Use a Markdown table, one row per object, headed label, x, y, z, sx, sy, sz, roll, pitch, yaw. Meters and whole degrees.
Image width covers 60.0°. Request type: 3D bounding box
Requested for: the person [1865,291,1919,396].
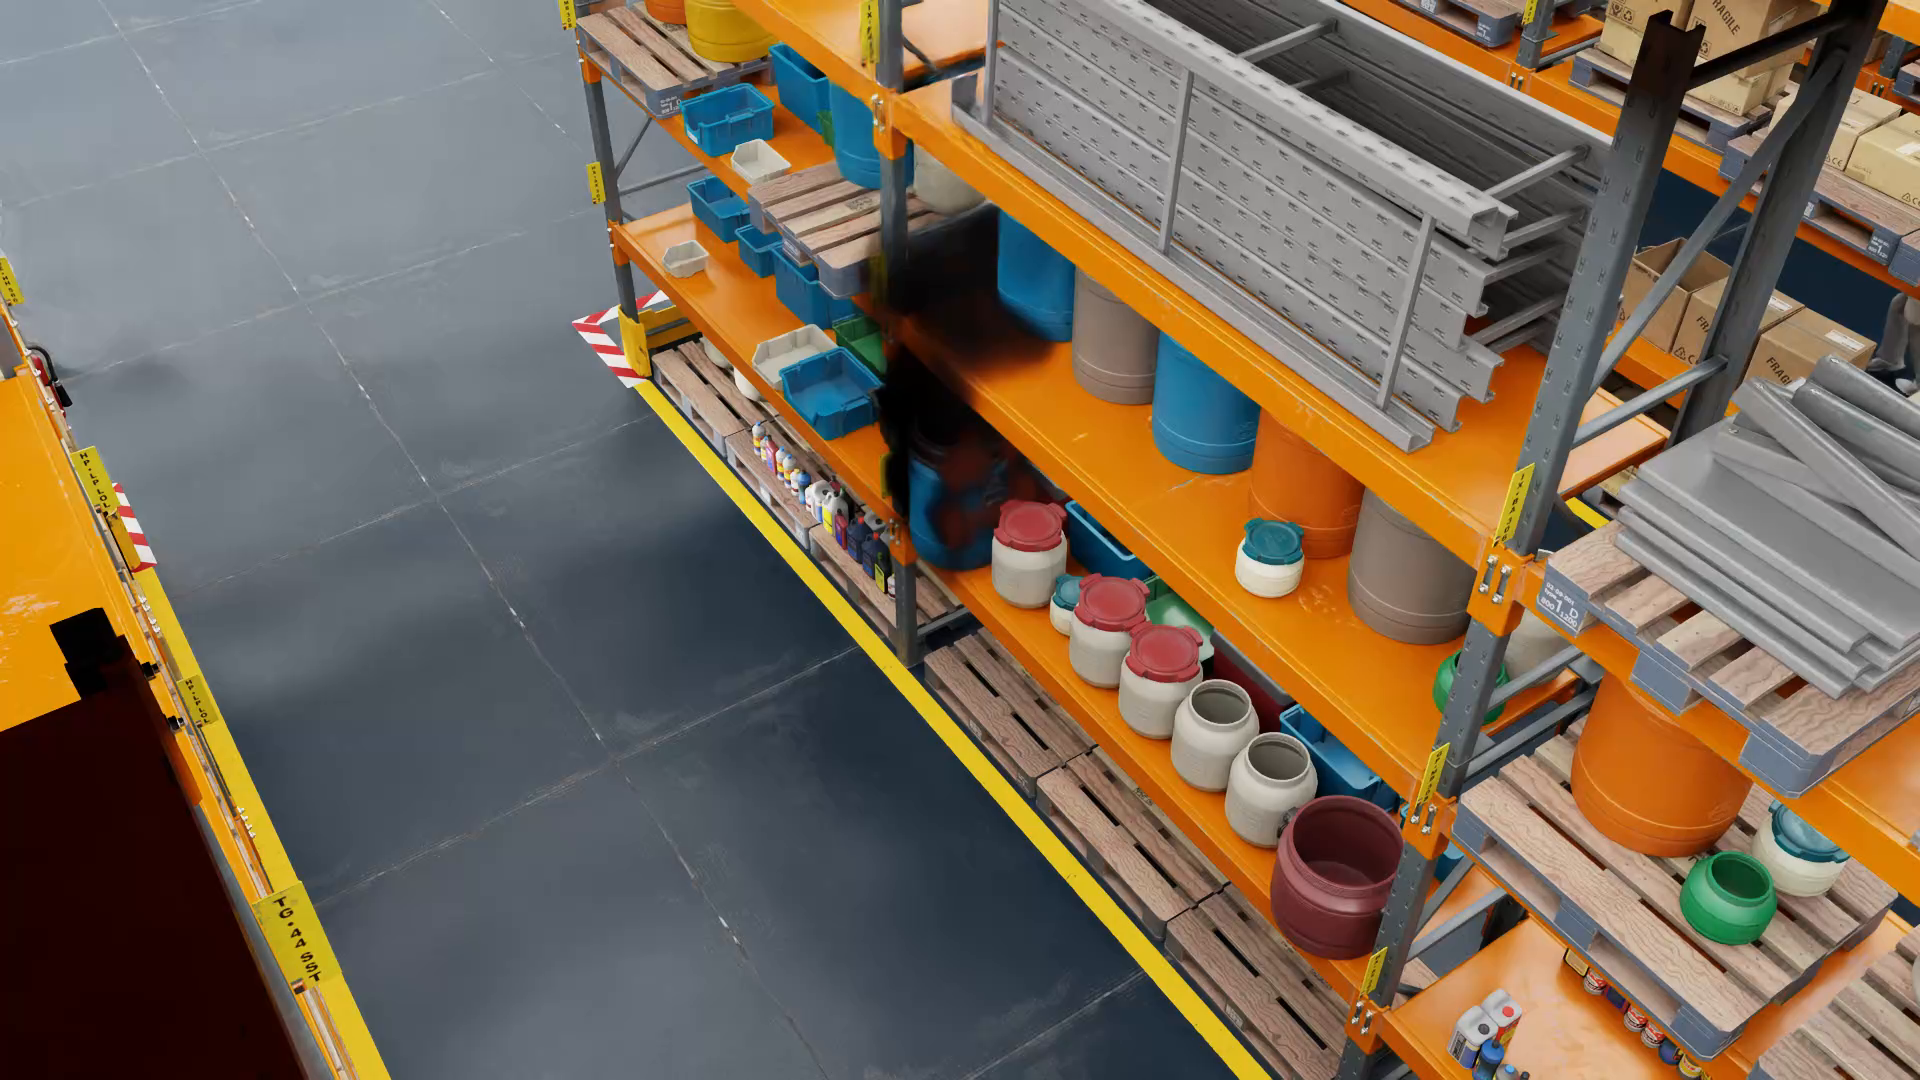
| label | x | y | z | sx | sy | sz | roll | pitch | yaw |
| --- | --- | --- | --- | --- | --- | --- | --- | --- | --- |
| person | 7.325 | -1.864 | 12.479 | 0.682 | 1.841 | 0.801 | -31 | 51 | -29 |
